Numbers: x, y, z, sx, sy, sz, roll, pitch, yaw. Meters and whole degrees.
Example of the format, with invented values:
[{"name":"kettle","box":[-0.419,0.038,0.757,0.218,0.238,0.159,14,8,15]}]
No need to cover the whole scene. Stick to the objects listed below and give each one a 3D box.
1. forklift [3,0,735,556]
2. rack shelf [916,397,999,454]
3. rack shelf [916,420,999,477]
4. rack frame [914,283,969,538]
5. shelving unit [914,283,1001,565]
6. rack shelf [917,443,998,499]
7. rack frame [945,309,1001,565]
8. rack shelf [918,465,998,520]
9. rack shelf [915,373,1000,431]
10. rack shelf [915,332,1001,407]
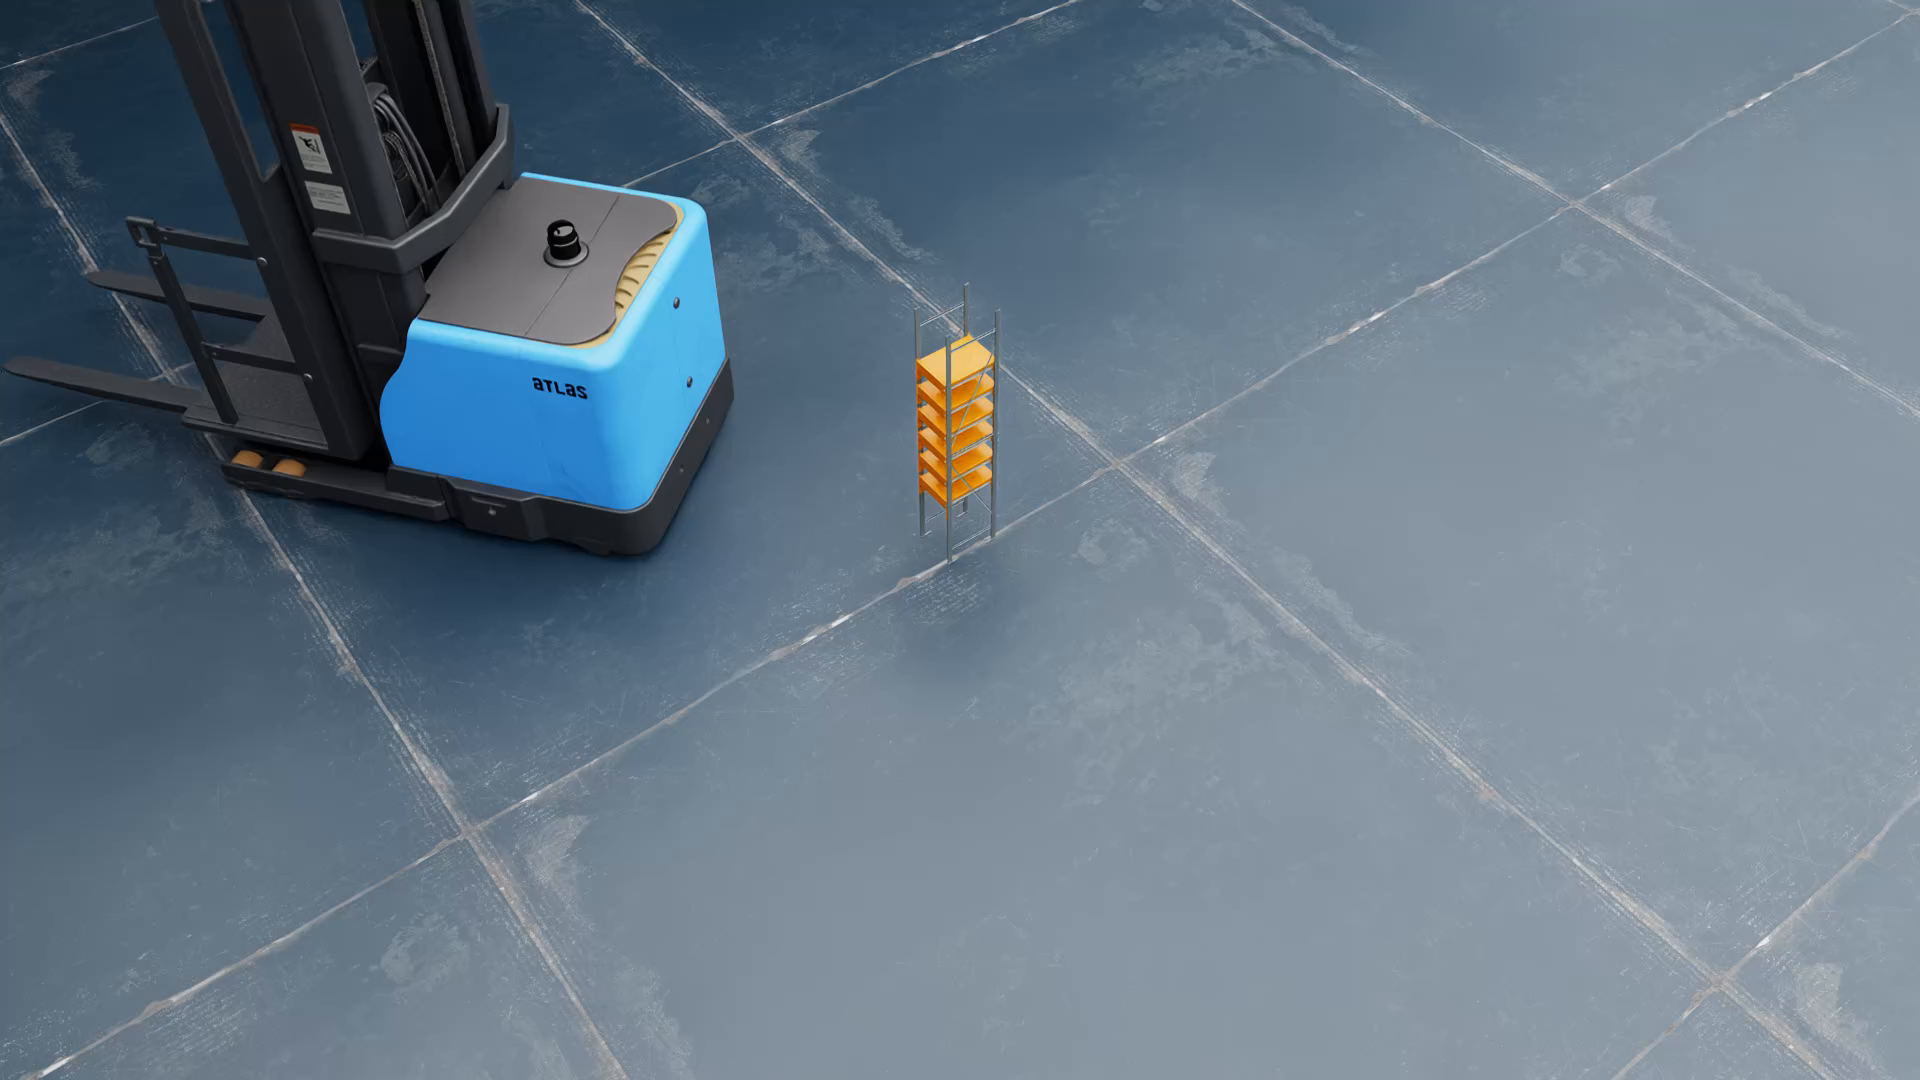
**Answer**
[{"name":"forklift","box":[-2.553,-1.525,6.153,3.031,2.935,1.130,11,49,10]},{"name":"rack shelf","box":[-0.009,-0.462,6.256,0.258,0.103,0.180,-29,54,-24]},{"name":"rack shelf","box":[-0.009,-0.382,6.345,0.258,0.103,0.180,-29,54,-24]},{"name":"rack frame","box":[-0.064,-0.465,6.361,0.240,1.200,0.006,-29,54,-24]},{"name":"shelving unit","box":[-0.009,-0.412,6.312,0.258,1.200,0.189,-29,54,-24]},{"name":"rack shelf","box":[-0.009,-0.301,6.434,0.258,0.103,0.180,-29,54,-24]},{"name":"rack frame","box":[0.047,-0.358,6.263,0.240,1.200,0.006,-29,54,-24]},{"name":"rack shelf","box":[-0.009,-0.220,6.523,0.258,0.103,0.180,-29,54,-24]},{"name":"rack shelf","box":[-0.009,-0.543,6.167,0.258,0.103,0.180,-29,54,-24]},{"name":"rack shelf","box":[-0.009,-0.623,6.078,0.258,0.103,0.180,-29,54,-24]}]
